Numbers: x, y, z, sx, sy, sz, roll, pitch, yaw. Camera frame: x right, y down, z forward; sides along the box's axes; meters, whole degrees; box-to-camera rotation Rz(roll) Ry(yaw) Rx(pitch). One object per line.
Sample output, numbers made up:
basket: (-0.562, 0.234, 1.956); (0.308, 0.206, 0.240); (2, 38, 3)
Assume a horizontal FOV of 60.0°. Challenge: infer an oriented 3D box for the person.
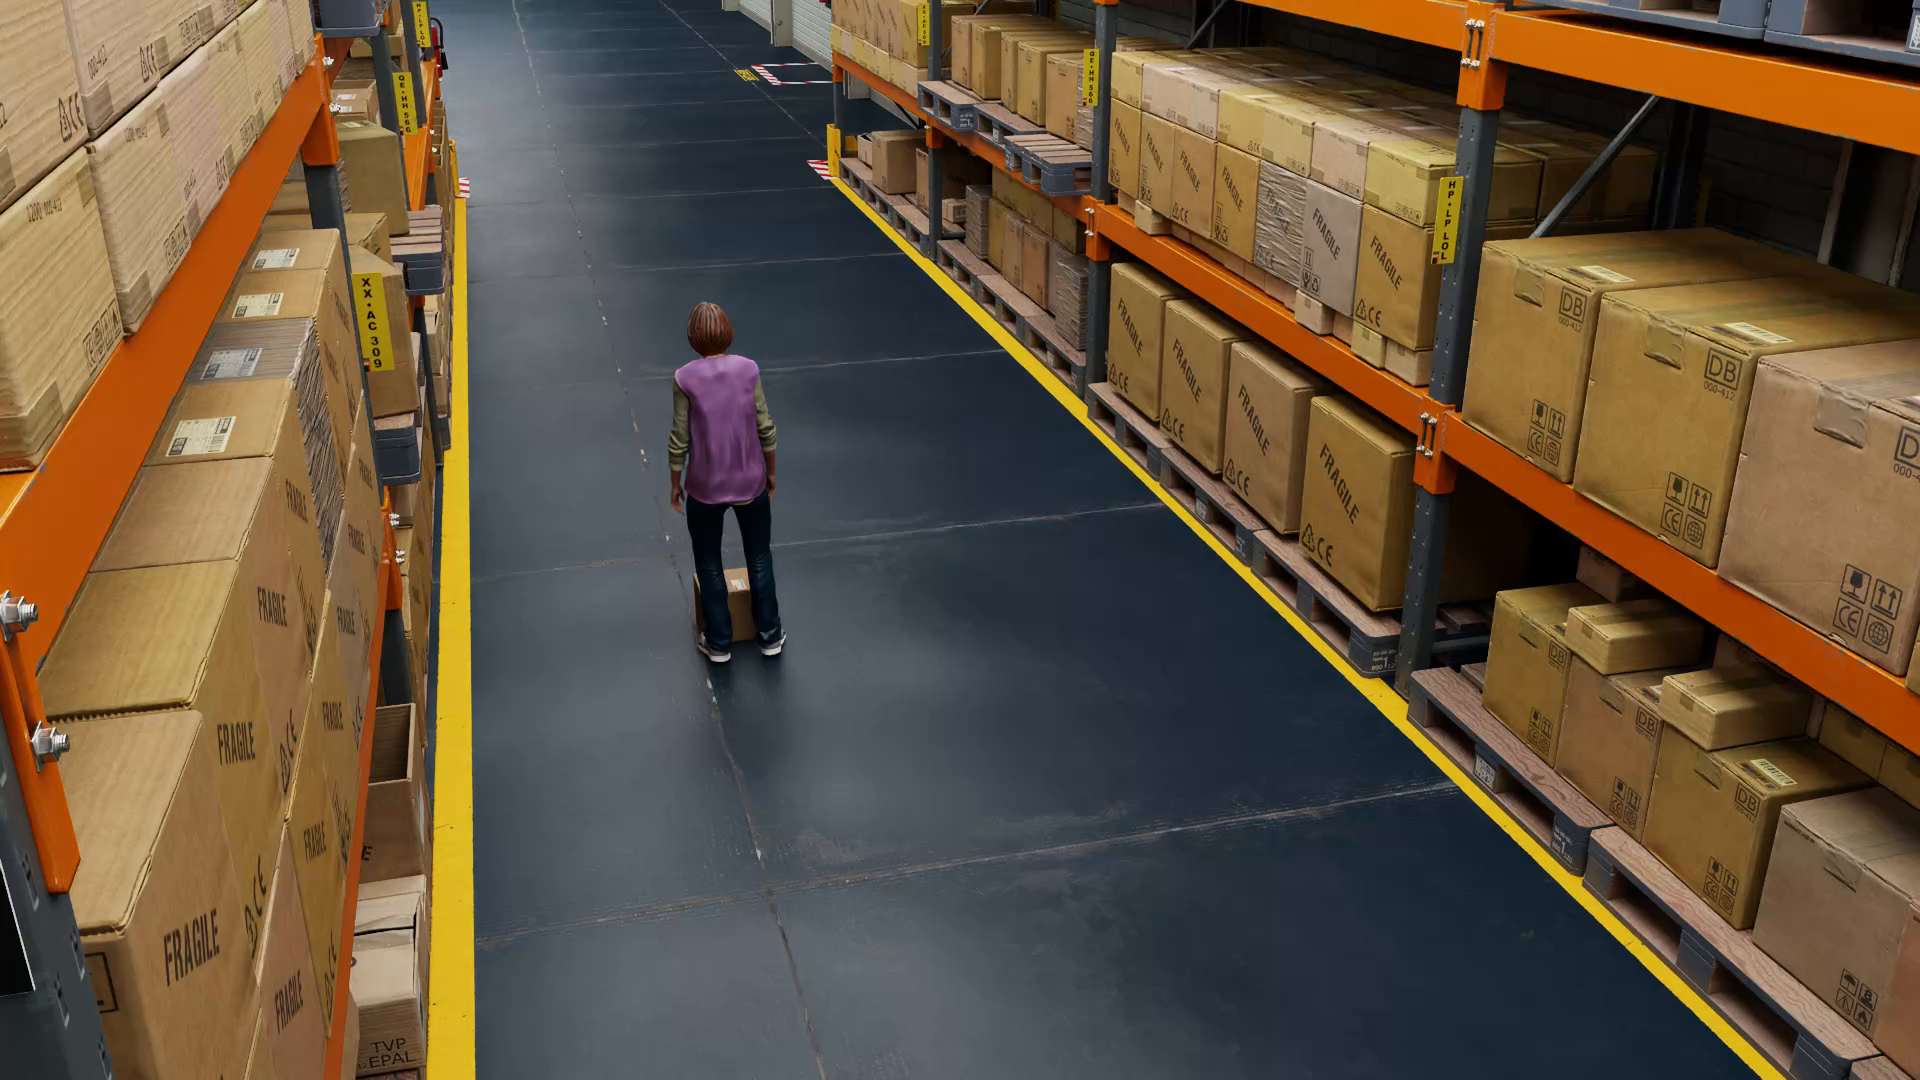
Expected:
person: (-0.994, -0.224, 7.135); (0.459, 1.591, 0.347); (-6, 24, -14)
